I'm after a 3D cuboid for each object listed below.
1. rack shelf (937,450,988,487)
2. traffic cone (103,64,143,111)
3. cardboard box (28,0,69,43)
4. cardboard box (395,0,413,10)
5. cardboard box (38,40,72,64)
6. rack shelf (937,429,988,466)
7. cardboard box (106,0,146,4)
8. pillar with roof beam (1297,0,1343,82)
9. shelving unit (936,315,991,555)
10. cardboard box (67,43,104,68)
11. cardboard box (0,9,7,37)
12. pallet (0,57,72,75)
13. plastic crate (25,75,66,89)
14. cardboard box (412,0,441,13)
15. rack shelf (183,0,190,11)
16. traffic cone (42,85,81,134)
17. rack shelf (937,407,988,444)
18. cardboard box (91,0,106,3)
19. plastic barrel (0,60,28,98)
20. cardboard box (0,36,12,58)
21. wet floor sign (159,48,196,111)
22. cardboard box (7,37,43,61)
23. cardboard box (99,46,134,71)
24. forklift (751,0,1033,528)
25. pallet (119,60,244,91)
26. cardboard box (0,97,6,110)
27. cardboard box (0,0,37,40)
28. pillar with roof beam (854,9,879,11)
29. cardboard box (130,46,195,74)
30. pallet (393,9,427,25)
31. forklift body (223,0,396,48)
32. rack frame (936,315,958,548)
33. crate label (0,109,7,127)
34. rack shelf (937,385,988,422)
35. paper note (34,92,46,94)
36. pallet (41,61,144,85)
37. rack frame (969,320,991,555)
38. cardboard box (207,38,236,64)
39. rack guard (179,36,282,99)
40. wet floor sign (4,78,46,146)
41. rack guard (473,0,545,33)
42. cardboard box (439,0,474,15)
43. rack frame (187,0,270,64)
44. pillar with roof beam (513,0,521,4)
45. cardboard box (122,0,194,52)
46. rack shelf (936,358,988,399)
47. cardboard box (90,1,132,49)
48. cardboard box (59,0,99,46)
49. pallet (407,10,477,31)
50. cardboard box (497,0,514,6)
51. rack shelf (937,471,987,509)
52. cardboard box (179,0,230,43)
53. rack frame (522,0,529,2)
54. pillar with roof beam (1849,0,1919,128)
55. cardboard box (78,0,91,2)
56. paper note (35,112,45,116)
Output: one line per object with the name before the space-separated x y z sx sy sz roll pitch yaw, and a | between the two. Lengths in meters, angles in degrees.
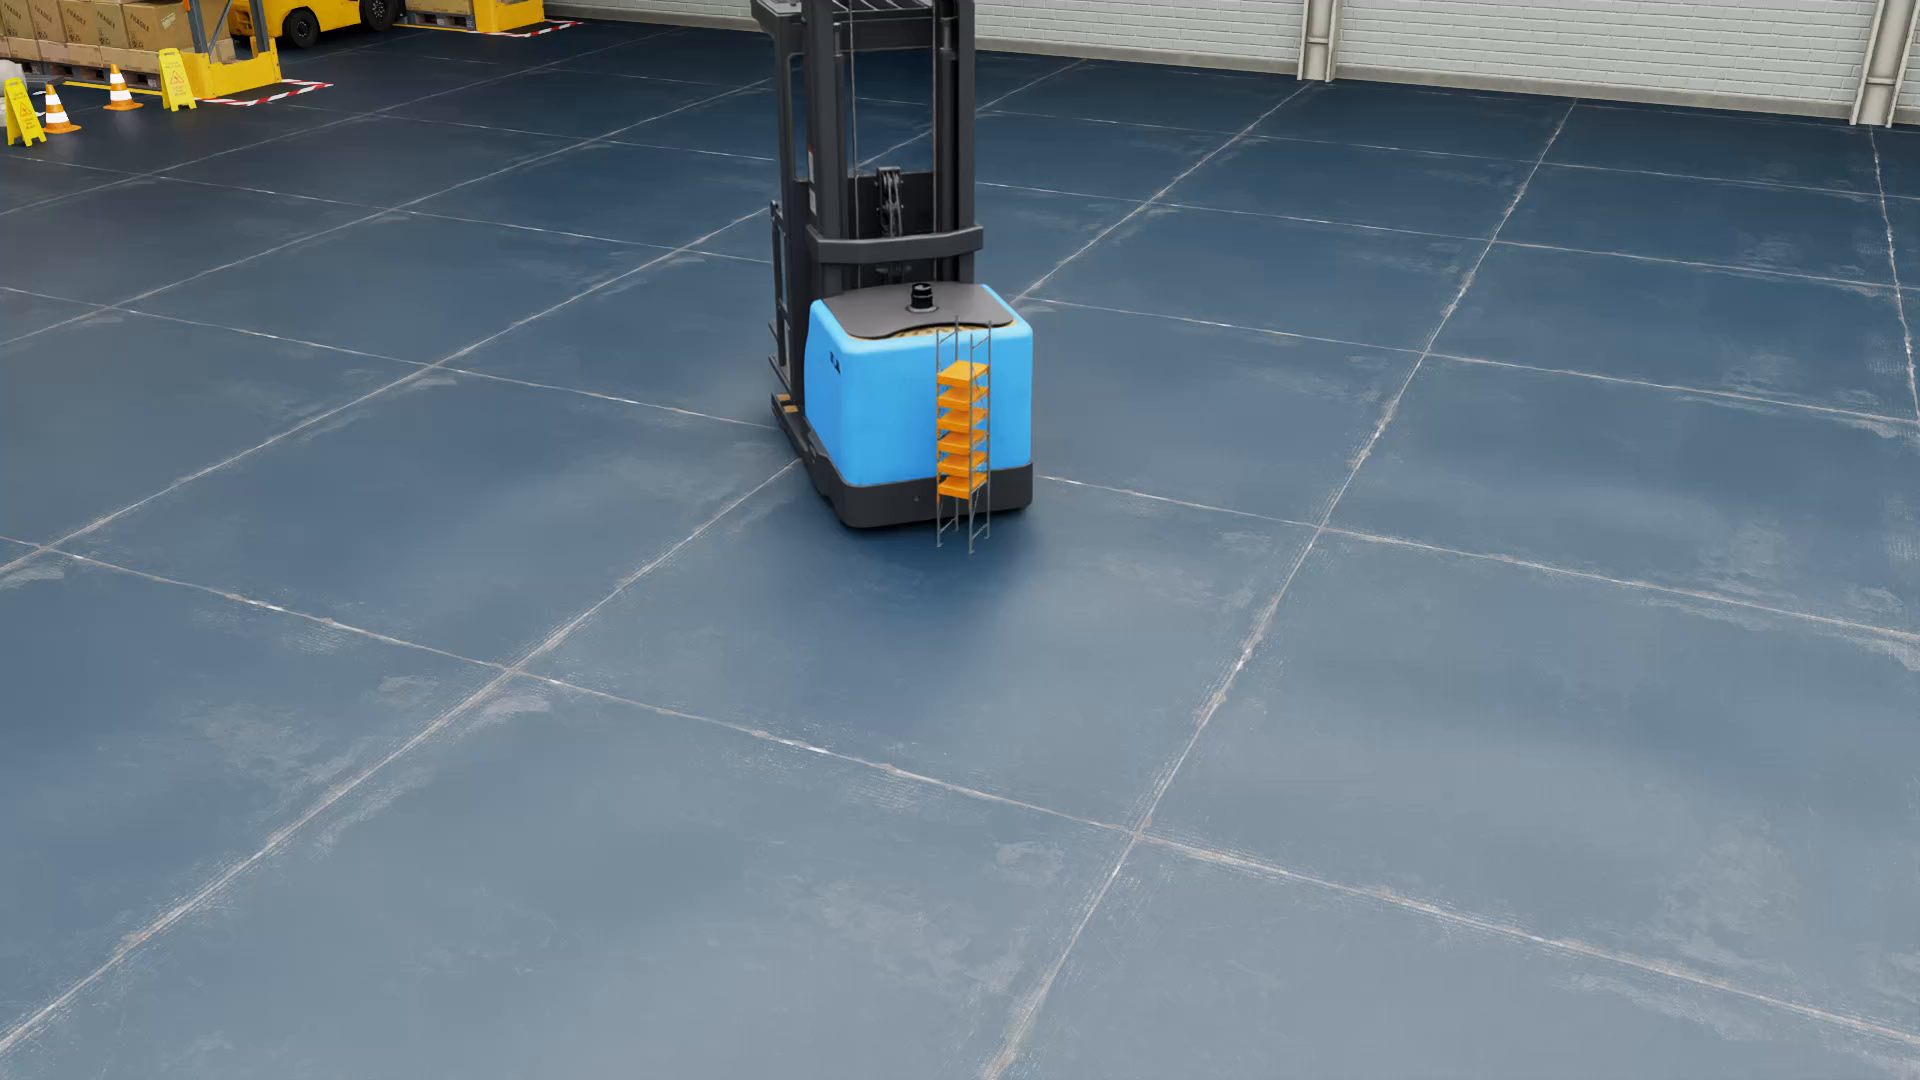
rack shelf | 0.019 -0.378 8.531 0.180 0.103 0.258 12 29 23
traffic cone | -9.343 -5.043 18.470 0.334 0.463 0.336 11 28 22
cardboard box | -10.670 -6.239 19.815 0.500 0.500 0.500 13 29 24
cardboard box | -7.825 -7.722 23.675 0.500 0.250 0.500 12 29 22
cardboard box | -10.659 -5.902 19.980 0.500 0.250 0.500 11 28 21
rack shelf | 0.019 -0.485 8.478 0.180 0.103 0.258 12 29 23
cardboard box | -9.617 -6.286 19.175 0.250 0.149 0.380 12 29 23
pillar with roof beam | 2.515 -7.874 14.556 0.400 9.000 9.100 11 28 22
shelving unit | 0.019 -0.525 8.459 0.189 1.200 0.258 12 29 23
cardboard box | -10.212 -5.807 19.787 0.500 0.250 0.500 10 28 20
cardboard box | -11.633 -6.428 20.198 0.500 0.500 0.500 13 29 24
pallet | -11.433 -5.993 20.684 1.213 0.211 1.003 11 28 22
plastic crate | -10.969 -5.426 19.681 0.583 0.080 0.402 2 26 4
cardboard box | -7.373 -7.627 23.482 0.500 0.250 0.500 11 28 22
rack shelf | -10.238 -6.665 19.705 4.000 0.370 1.077 11 28 22
traffic cone | -9.493 -4.535 17.437 0.334 0.463 0.336 11 28 22
rack shelf | 0.019 -0.593 8.425 0.180 0.103 0.258 12 29 23
cardboard box | -9.844 -6.333 19.271 0.250 0.149 0.380 12 29 23
plastic barrel | -10.924 -5.235 18.903 0.512 0.421 0.421 -12 29 -23
cardboard box | -11.633 -6.091 20.364 0.500 0.250 0.500 10 28 19
wet floor sign | -8.687 -5.100 18.379 0.232 0.644 0.267 23 35 39
cardboard box | -11.143 -5.998 20.175 0.500 0.250 0.500 13 29 25
cardboard box | -9.733 -5.714 19.597 0.500 0.250 0.500 11 28 22
forklift | -0.527 -2.008 9.511 1.130 2.935 3.031 -8 27 -15
pallet | -9.212 -5.547 19.778 1.213 0.211 1.003 11 28 22
cardboard box | -10.446 -4.770 18.270 0.380 0.149 0.250 -18 31 -31
cardboard box | -11.141 -6.335 20.009 0.500 0.500 0.500 13 29 24
pillar with roof beam | -2.947 -8.971 16.784 0.400 9.000 9.100 11 28 22
cardboard box | -9.287 -5.620 19.407 0.500 0.250 0.500 11 28 22
pallet | -8.186 -7.714 24.178 1.213 0.211 1.003 11 28 22
forklift body | -8.848 -7.851 22.260 1.214 2.155 2.313 11 28 22
rack frame | -0.064 -0.543 8.494 0.006 1.200 0.240 12 29 23
crate label | -10.234 -4.508 17.750 0.298 0.136 0.250 -2 26 -5
rack shelf | 0.019 -0.701 8.372 0.180 0.103 0.258 12 29 23
paper note | -10.626 -5.183 19.242 0.148 0.019 0.142 2 26 4
pallet | -10.318 -5.771 20.232 1.213 0.211 1.003 11 28 22
rack frame | 0.102 -0.508 8.424 0.006 1.200 0.240 12 29 23
cardboard box | -9.037 -5.835 19.843 0.500 0.250 0.500 11 28 21
rack guard | -8.487 -5.514 19.384 0.348 0.500 1.175 11 28 22
wet floor sign | -9.529 -4.347 16.850 0.232 0.644 0.267 6 27 13
rack guard | -6.344 -7.492 23.402 0.348 0.500 1.175 11 28 22
cardboard box | -6.925 -7.532 23.290 0.500 0.250 0.500 12 28 22
rack frame | -8.417 -6.622 18.803 0.127 3.000 1.000 11 28 22
pillar with roof beam | -8.409 -10.068 19.012 0.400 9.000 9.100 11 28 22
cardboard box | -9.255 -5.954 19.237 0.500 0.500 0.500 12 28 22
rack shelf | 0.019 -0.808 8.319 0.180 0.103 0.258 12 29 23
cardboard box | -9.731 -6.049 19.428 0.500 0.500 0.500 12 29 24
cardboard box | -10.188 -6.144 19.621 0.500 0.500 0.500 11 28 21
pallet | -7.080 -7.490 23.724 1.213 0.211 1.003 11 28 22
cardboard box | -6.732 -7.741 23.715 0.500 0.250 0.500 11 28 22
rack shelf | 0.019 -0.270 8.584 0.180 0.103 0.258 12 29 23
cardboard box | -9.059 -6.176 19.686 0.500 0.500 0.500 10 28 20
rack frame | -6.366 -8.618 22.859 0.127 3.000 1.000 11 28 22
pillar with roof beam | 7.977 -6.777 12.328 0.400 9.000 9.100 11 28 22
cardboard box | -10.083 -6.382 19.370 0.250 0.149 0.380 13 29 24
paper note | -10.102 -4.662 18.185 0.142 0.019 0.148 2 26 4
